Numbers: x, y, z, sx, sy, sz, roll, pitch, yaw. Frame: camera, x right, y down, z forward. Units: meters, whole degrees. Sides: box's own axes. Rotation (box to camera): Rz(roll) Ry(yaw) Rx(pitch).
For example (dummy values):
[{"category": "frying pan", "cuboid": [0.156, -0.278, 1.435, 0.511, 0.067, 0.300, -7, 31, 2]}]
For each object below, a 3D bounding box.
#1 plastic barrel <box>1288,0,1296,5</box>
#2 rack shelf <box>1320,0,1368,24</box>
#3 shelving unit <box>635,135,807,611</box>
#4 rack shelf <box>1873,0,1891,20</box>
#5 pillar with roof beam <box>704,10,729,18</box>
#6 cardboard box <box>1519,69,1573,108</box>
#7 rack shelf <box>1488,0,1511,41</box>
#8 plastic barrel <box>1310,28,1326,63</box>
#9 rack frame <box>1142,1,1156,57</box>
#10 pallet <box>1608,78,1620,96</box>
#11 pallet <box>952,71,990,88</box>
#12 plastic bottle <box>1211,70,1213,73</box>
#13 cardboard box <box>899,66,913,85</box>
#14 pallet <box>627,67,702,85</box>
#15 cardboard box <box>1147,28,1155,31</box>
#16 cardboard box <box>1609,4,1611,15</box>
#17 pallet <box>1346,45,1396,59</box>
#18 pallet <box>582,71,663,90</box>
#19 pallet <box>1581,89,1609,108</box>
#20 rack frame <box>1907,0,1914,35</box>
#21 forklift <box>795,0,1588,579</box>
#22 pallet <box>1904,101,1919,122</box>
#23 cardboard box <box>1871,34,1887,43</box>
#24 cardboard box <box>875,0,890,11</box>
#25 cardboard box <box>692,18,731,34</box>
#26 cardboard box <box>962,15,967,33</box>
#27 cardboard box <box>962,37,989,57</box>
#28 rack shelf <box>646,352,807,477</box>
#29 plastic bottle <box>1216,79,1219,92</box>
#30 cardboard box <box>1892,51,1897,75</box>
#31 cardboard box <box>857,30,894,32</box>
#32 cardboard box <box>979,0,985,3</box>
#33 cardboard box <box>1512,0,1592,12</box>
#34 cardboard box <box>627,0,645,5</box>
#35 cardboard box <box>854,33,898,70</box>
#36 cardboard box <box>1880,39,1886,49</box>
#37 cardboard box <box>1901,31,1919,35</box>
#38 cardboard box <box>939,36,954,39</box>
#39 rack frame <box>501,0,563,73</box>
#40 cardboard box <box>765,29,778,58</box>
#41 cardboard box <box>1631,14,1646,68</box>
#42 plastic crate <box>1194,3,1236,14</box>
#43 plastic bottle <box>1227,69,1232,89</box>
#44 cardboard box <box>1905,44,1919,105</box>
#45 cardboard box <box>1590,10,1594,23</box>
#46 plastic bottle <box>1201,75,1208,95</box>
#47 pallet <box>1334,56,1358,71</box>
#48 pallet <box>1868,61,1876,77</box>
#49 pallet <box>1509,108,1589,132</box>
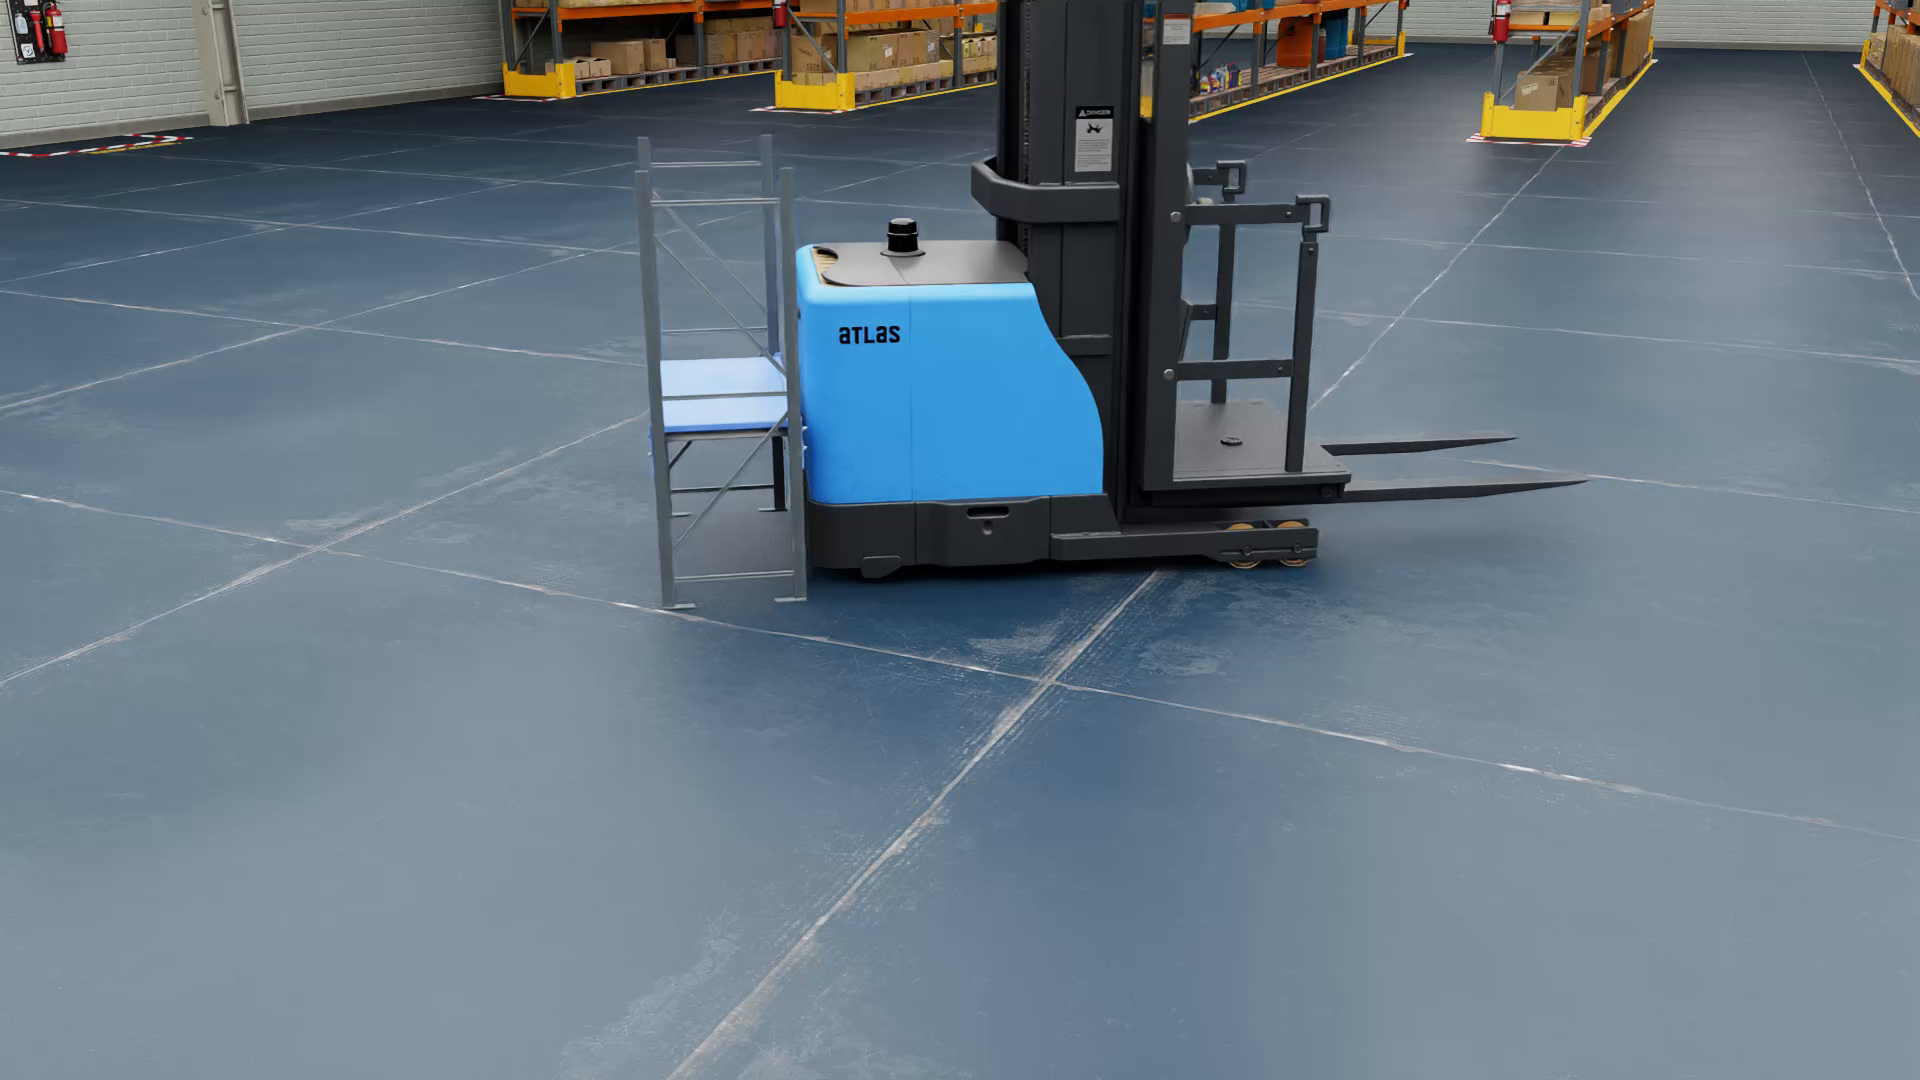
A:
[{"category": "plastic barrel", "cuboid": [5.307, -9.024, 27.200, 0.421, 0.512, 0.421, 0, 20, 0]}, {"category": "rack shelf", "cuboid": [6.525, -9.717, 30.388, 1.077, 0.370, 4.000, 9, 21, 23]}, {"category": "shelving unit", "cuboid": [-0.875, -0.648, 6.053, 0.538, 1.500, 1.048, -3, 20, -9]}, {"category": "rack shelf", "cuboid": [17.165, -9.548, 29.914, 1.077, 0.370, 4.000, 9, 21, 23]}, {"category": "pillar with roof beam", "cuboid": [-0.727, -12.761, 28.920, 9.100, 9.000, 0.400, 9, 21, 23]}, {"category": "cardboard box", "cuboid": [7.433, -5.715, 21.166, 0.500, 0.500, 0.500, 15, 25, 37]}, {"category": "rack shelf", "cuboid": [14.615, -9.097, 24.252, 10.978, 2.975, 16.110, 9, 21, 23]}, {"category": "plastic barrel", "cuboid": [6.353, -9.003, 30.279, 0.600, 0.588, 0.708, 9, 21, 23]}, {"category": "rack frame", "cuboid": [2.433, -6.998, 21.670, 0.949, 2.616, 0.053, 9, 21, 23]}, {"category": "pallet", "cuboid": [9.903, -7.212, 26.433, 1.003, 0.211, 1.213, 9, 21, 23]}, {"category": "pallet", "cuboid": [-0.184, -7.819, 28.140, 1.003, 0.211, 1.213, 9, 21, 23]}, {"category": "plastic bottle", "cuboid": [3.689, -6.720, 24.286, 0.061, 0.283, 0.133, 9, 21, 23]}, {"category": "cardboard box", "cuboid": [-1.049, -7.173, 25.640, 0.500, 0.250, 0.500, 9, 21, 23]}, {"category": "pallet", "cuboid": [-5.213, -8.057, 28.808, 1.003, 0.211, 1.213, 9, 21, 23]}, {"category": "cardboard box", "cuboid": [4.466, -11.400, 37.122, 0.500, 0.500, 0.500, 9, 21, 23]}, {"category": "cardboard box", "cuboid": [8.767, -7.317, 22.943, 0.380, 0.149, 0.250, 9, 21, 23]}, {"category": "pallet", "cuboid": [8.609, -10.329, 35.198, 1.003, 0.211, 1.213, 9, 21, 23]}, {"category": "pallet", "cuboid": [-5.712, -7.682, 27.756, 1.003, 0.211, 1.213, 9, 21, 23]}, {"category": "pallet", "cuboid": [8.904, -6.466, 24.336, 1.003, 0.211, 1.213, 9, 21, 23]}, {"category": "rack frame", "cuboid": [14.708, -8.053, 24.636, 1.000, 3.000, 0.127, 9, 21, 23]}, {"category": "forklift", "cuboid": [0.895, -1.446, 6.160, 3.031, 2.935, 1.130, -3, 20, -7]}, {"category": "pallet", "cuboid": [13.317, -5.763, 22.358, 1.003, 0.211, 1.213, 9, 21, 23]}, {"category": "cardboard box", "cuboid": [17.236, -9.360, 31.051, 0.380, 0.149, 0.250, 8, 21, 23]}, {"category": "cardboard box", "cuboid": [-1.466, -8.180, 24.843, 0.700, 0.500, 0.500, 9, 21, 23]}, {"category": "cardboard box", "cuboid": [-4.507, -9.326, 30.170, 0.500, 0.250, 0.500, 8, 21, 22]}, {"category": "cardboard box", "cuboid": [-0.252, -12.041, 38.955, 0.700, 0.500, 0.500, 9, 21, 23]}, {"category": "cardboard box", "cuboid": [0.157, -8.313, 28.008, 0.500, 0.311, 0.500, 8, 21, 22]}, {"category": "rack shelf", "cuboid": [-0.875, -0.479, 6.114, 0.538, 0.185, 1.000, -3, 20, -9]}, {"category": "plastic bottle", "cuboid": [3.678, -6.565, 23.970, 0.097, 0.201, 0.097, 0, 20, 0]}, {"category": "cardboard box", "cuboid": [14.955, -7.468, 26.096, 0.500, 0.500, 0.500, 9, 22, 25]}, {"category": "cardboard box", "cuboid": [-1.335, -7.753, 26.151, 0.500, 0.500, 0.500, 9, 21, 23]}, {"category": "cardboard box", "cuboid": [0.095, -9.343, 28.114, 0.500, 0.500, 0.500, 10, 22, 27]}, {"category": "cardboard box", "cuboid": [7.199, -6.671, 20.156, 0.875, 0.500, 0.500, 9, 21, 23]}, {"category": "cardboard box", "cuboid": [-5.496, -8.872, 27.134, 0.500, 0.250, 0.500, 9, 21, 23]}, {"category": "cardboard box", "cuboid": [-1.269, -7.376, 25.091, 0.500, 0.500, 0.500, 9, 21, 23]}, {"category": "cardboard box", "cuboid": [16.418, -8.716, 29.240, 0.380, 0.149, 0.250, 8, 21, 22]}, {"category": "cardboard box", "cuboid": [14.749, -7.672, 25.548, 0.500, 0.250, 0.500, 8, 21, 21]}, {"category": "cardboard box", "cuboid": [-0.338, -8.392, 28.229, 0.500, 0.311, 0.500, 9, 22, 24]}, {"category": "rack frame", "cuboid": [-6.609, -8.358, 25.494, 1.000, 3.000, 0.127, 9, 21, 23]}, {"category": "cardboard box", "cuboid": [-3.897, -9.464, 31.678, 0.700, 0.500, 0.500, 9, 21, 23]}, {"category": "cardboard box", "cuboid": [11.253, -8.712, 29.035, 1.225, 0.875, 0.875, 8, 21, 21]}, {"category": "plastic crate", "cuboid": [3.634, -7.566, 23.660, 0.530, 0.136, 0.437, 9, 21, 23]}, {"category": "plastic bottle", "cuboid": [3.960, -6.798, 24.505, 0.061, 0.283, 0.133, 10, 22, 26]}, {"category": "cardboard box", "cuboid": [13.242, -6.170, 22.073, 1.050, 0.750, 0.750, 8, 21, 22]}, {"category": "cardboard box", "cuboid": [7.711, -6.558, 20.807, 0.380, 0.149, 0.250, 9, 21, 23]}, {"category": "plastic bottle", "cuboid": [3.457, -6.432, 23.493, 0.097, 0.271, 0.097, 0, 20, 0]}, {"category": "pallet", "cuboid": [6.990, -9.123, 31.806, 1.003, 0.211, 1.213, 9, 21, 23]}, {"category": "pallet", "cuboid": [17.087, -8.546, 30.185, 1.003, 0.211, 1.213, 9, 21, 23]}, {"category": "pallet", "cuboid": [7.344, -5.272, 20.978, 1.003, 0.211, 1.213, 9, 21, 23]}]
